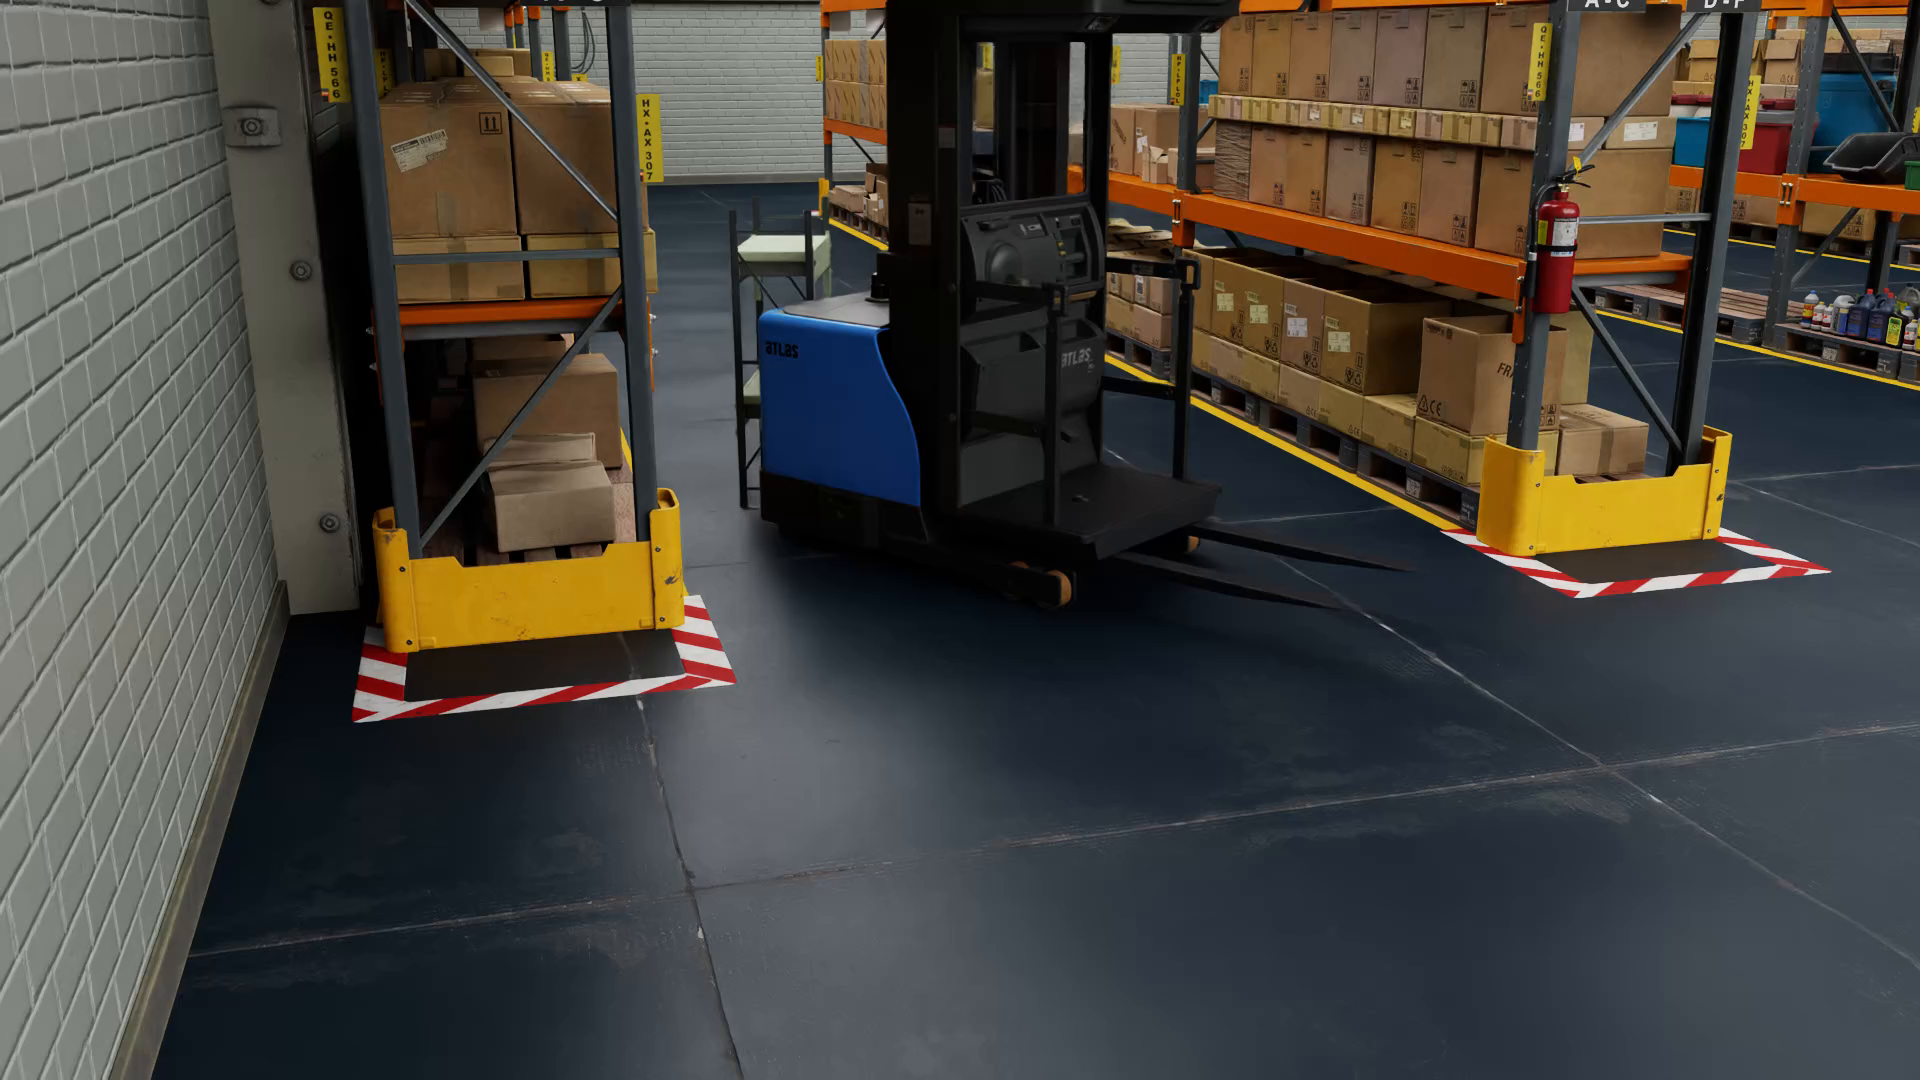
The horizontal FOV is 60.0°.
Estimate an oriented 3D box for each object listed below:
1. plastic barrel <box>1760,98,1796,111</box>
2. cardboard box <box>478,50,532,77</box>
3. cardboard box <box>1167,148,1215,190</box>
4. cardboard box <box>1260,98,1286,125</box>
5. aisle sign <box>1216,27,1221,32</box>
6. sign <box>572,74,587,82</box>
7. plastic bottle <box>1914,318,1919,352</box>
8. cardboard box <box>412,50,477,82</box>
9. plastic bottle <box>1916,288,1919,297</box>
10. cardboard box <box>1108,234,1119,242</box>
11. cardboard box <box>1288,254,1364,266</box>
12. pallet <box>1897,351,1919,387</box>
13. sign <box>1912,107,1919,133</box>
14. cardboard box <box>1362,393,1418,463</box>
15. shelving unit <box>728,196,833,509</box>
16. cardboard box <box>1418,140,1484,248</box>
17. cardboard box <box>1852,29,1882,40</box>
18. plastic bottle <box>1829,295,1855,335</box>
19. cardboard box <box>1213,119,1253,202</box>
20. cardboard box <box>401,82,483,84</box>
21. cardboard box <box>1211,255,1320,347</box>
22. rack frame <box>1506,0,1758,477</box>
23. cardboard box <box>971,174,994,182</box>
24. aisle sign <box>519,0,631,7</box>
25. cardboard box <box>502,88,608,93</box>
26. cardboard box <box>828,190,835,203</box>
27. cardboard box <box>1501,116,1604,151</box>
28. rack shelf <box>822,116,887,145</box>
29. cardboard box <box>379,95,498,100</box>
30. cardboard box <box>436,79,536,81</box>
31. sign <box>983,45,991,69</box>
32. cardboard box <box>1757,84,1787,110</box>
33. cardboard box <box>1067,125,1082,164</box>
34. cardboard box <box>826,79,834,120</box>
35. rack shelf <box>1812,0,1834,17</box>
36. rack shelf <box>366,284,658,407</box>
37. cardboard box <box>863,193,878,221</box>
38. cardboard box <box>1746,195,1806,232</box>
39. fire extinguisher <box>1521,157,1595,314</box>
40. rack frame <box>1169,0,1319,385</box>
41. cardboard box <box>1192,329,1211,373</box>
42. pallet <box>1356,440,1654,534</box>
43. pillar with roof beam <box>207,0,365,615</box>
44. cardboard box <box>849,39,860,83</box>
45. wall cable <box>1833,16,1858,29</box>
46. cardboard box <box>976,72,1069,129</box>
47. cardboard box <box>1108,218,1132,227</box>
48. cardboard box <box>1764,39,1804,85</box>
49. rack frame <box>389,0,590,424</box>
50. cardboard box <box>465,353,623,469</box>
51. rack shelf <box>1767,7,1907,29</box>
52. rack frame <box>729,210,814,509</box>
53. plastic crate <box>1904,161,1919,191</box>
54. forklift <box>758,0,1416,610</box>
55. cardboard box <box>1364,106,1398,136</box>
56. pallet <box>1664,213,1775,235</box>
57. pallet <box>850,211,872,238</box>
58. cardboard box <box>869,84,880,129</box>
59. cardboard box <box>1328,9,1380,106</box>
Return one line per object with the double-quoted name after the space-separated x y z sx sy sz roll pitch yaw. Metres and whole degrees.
6.671 -3.301 13.491 0.433 0.535 0.433 0 17 0 "plastic barrel"
-3.786 -3.990 13.992 0.500 0.250 0.500 -4 17 -14 "cardboard box"
1.783 -2.624 11.735 0.500 0.250 0.500 -4 17 -12 "cardboard box"
2.063 -2.619 10.156 0.380 0.149 0.250 -5 17 -16 "cardboard box"
3.688 -7.561 23.392 0.394 0.787 0.004 -5 17 -15 "aisle sign"
-2.282 -2.630 9.990 0.100 0.325 0.005 -5 17 -15 "sign"
6.715 -1.470 11.472 0.144 0.351 0.185 -5 17 -16 "plastic bottle"
-4.275 -3.941 13.829 0.500 0.250 0.500 -4 17 -14 "cardboard box"
7.178 -1.741 12.373 0.144 0.351 0.185 -5 17 -17 "plastic bottle"
1.013 -2.369 13.698 0.500 0.311 0.500 -5 17 -17 "cardboard box"
2.424 -1.557 10.666 0.500 0.500 0.500 -5 17 -15 "cardboard box"
7.207 -1.091 11.218 1.003 0.211 1.213 -5 17 -15 "pallet"
7.255 -3.127 12.667 0.100 0.325 0.005 -5 17 -15 "sign"
2.479 -0.604 8.797 0.500 0.250 0.500 -5 17 -15 "cardboard box"
-0.907 -0.985 8.623 0.431 1.500 0.755 1 17 2 "shelving unit"
2.794 -1.780 8.490 0.700 0.500 0.500 -4 17 -14 "cardboard box"
13.263 -7.128 24.038 0.500 0.500 0.500 -5 18 -17 "cardboard box"
6.505 -1.650 12.201 0.152 0.276 0.135 -4 17 -13 "plastic bottle"
2.088 -2.489 10.850 0.700 0.500 0.500 -5 17 -17 "cardboard box"
-2.874 -2.321 9.388 0.500 0.500 0.500 -5 17 -17 "cardboard box"
1.931 -1.516 10.531 0.500 0.500 0.500 -5 17 -15 "cardboard box"
3.059 -1.457 7.588 1.000 3.000 0.127 -5 17 -15 "rack frame"
0.073 -3.581 16.935 0.500 0.250 0.500 -5 17 -16 "cardboard box"
-1.395 -2.313 5.920 0.394 0.787 0.004 -5 17 -15 "aisle sign"
-1.961 -1.940 8.118 0.500 0.500 0.500 -4 17 -14 "cardboard box"
-1.553 -4.585 22.193 0.380 0.149 0.250 -5 17 -15 "cardboard box"
2.771 -1.906 7.782 0.380 0.149 0.250 -5 17 -16 "cardboard box"
-0.788 -4.985 20.584 1.077 0.370 4.000 -5 17 -15 "rack shelf"
-2.166 -1.615 7.036 0.500 0.500 0.500 -4 17 -15 "cardboard box"
-3.399 -3.064 11.999 0.700 0.500 0.500 -5 17 -15 "cardboard box"
0.294 -5.376 18.621 0.100 0.325 0.005 -5 17 -15 "sign"
9.596 -5.039 19.341 0.500 0.500 0.500 -4 17 -14 "cardboard box"
0.920 -3.364 14.093 0.500 0.311 0.500 -5 17 -16 "cardboard box"
-1.470 -5.787 21.830 0.500 0.500 0.500 -4 17 -14 "cardboard box"
7.273 -3.493 10.402 1.077 0.370 4.000 -5 17 -15 "rack shelf"
-2.252 -1.273 8.226 1.077 0.370 4.000 -5 17 -15 "rack shelf"
-0.874 -4.042 20.103 0.500 0.311 0.500 -5 17 -15 "cardboard box"
9.979 -4.075 19.268 1.225 0.875 0.875 -5 17 -15 "cardboard box"
2.645 -1.350 7.368 0.296 0.674 0.183 -5 17 -15 "fire extinguisher"
1.960 -2.563 11.272 1.000 3.000 0.127 -5 17 -15 "rack frame"
1.796 -1.295 11.100 0.500 0.250 0.500 -5 17 -15 "cardboard box"
2.809 -0.330 8.683 1.003 0.211 1.213 -5 17 -15 "pallet"
1.412 -4.403 6.968 9.100 9.000 0.400 -5 17 -15 "pillar with roof beam"
-1.045 -5.843 20.277 0.500 0.500 0.500 -5 17 -16 "cardboard box"
17.505 -9.608 32.958 0.588 1.984 0.122 -5 17 -15 "wall cable"
0.579 -4.084 15.431 0.700 0.500 0.500 -12 20 -34 "cardboard box"
1.241 -2.697 14.792 0.500 0.311 0.500 -4 17 -14 "cardboard box"
9.834 -5.549 19.294 0.797 0.503 0.637 -4 17 -13 "cardboard box"
-2.802 -2.171 9.964 1.000 3.000 0.127 -5 17 -15 "rack frame"
-2.117 -0.641 8.452 0.700 0.500 0.500 -6 18 -19 "cardboard box"
13.534 -7.568 23.968 1.077 0.370 4.000 -5 17 -15 "rack shelf"
-0.920 -0.880 8.273 0.400 1.500 0.023 1 17 2 "rack frame"
6.825 -2.455 11.278 0.450 0.188 0.662 -5 17 -15 "plastic crate"
0.490 -1.282 7.126 3.031 2.935 1.130 13 21 38 "forklift"
2.414 -2.264 8.974 0.380 0.149 0.250 -4 17 -14 "cardboard box"
9.572 -4.015 20.953 1.003 0.211 1.213 -5 17 -15 "pallet"
-0.765 -3.969 20.798 1.003 0.211 1.213 -5 17 -15 "pallet"
-0.766 -5.085 19.491 0.500 0.500 0.500 -4 17 -14 "cardboard box"
2.502 -2.694 9.277 0.700 0.500 0.500 -5 17 -15 "cardboard box"
